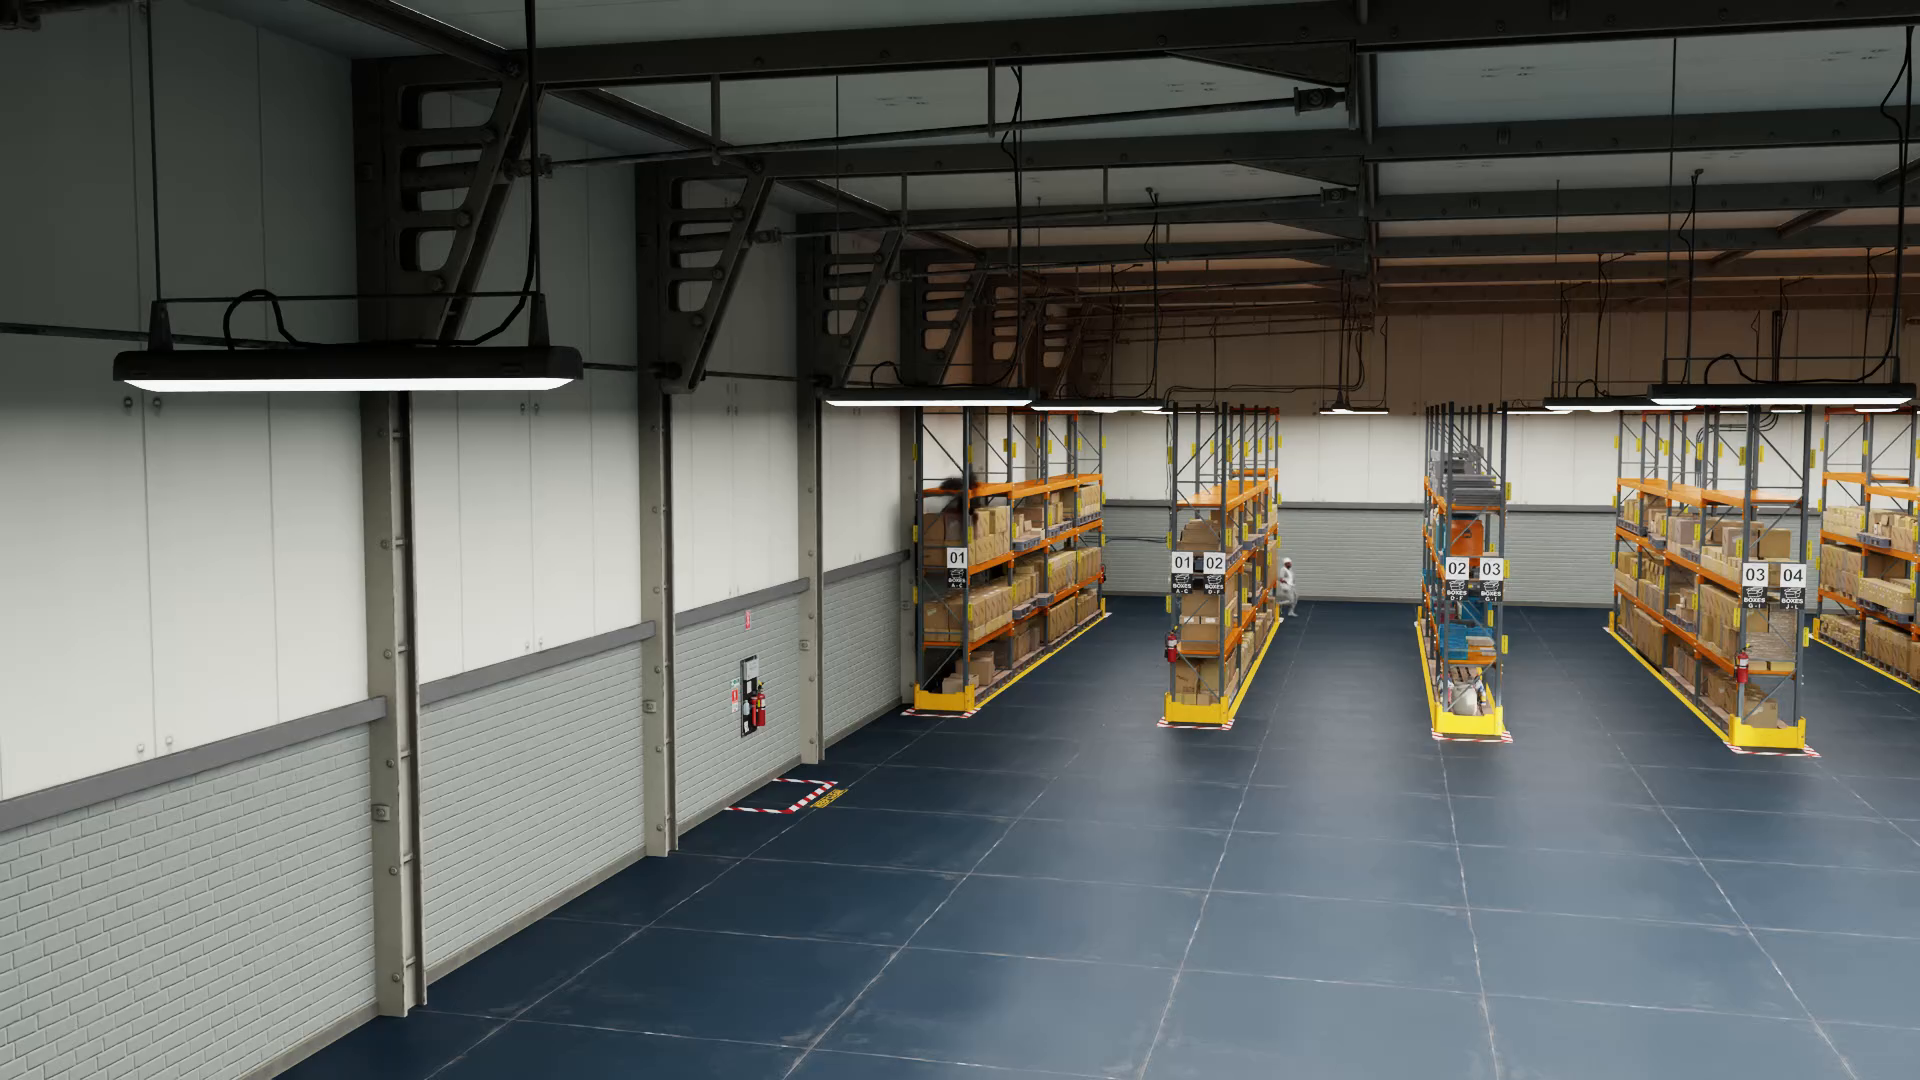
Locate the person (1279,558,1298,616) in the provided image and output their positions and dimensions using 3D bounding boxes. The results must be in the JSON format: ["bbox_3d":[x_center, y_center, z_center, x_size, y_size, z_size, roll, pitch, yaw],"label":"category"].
[{"bbox_3d":[9.374,1.355,47.782,0.601,1.705,0.696,2,5,24],"label":"person"}]
